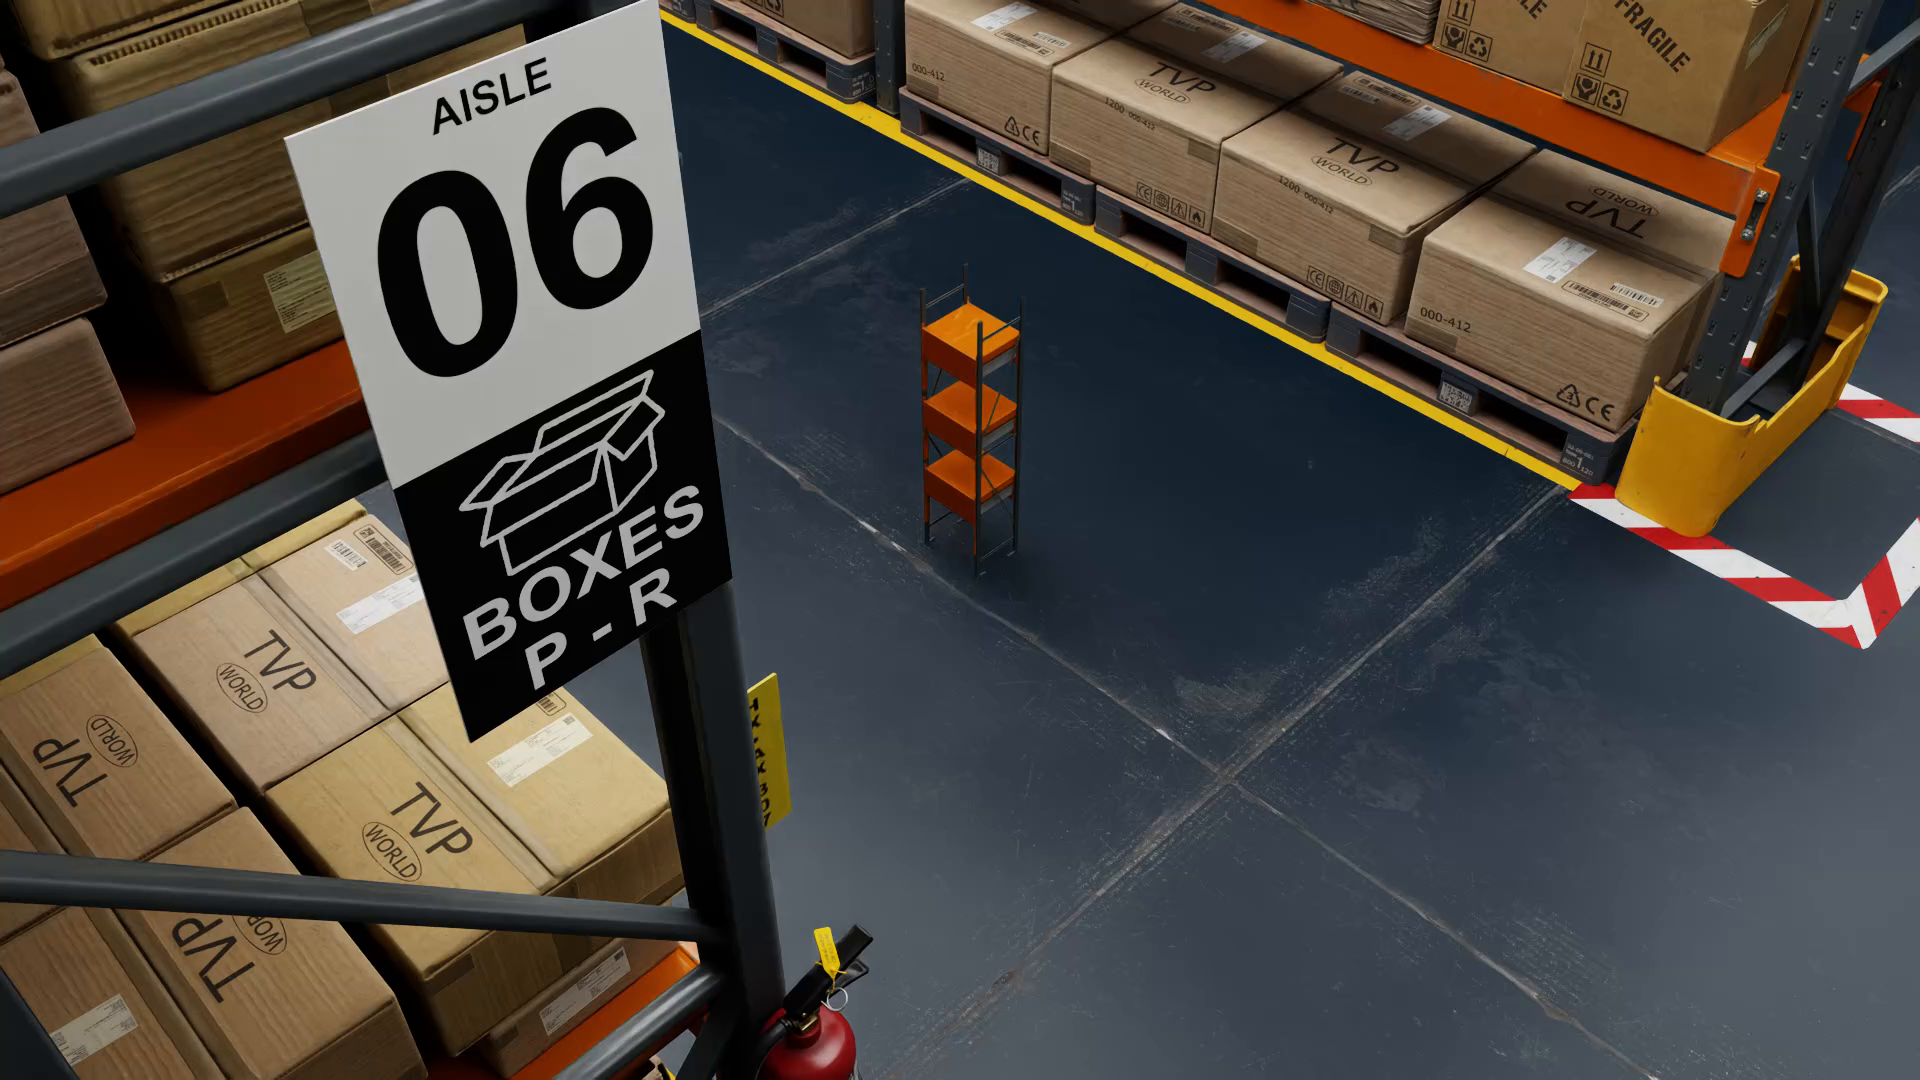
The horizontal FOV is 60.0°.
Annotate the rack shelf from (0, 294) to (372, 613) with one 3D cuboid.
[{"bbox_3d":[-2.103,-0.882,2.814,1.077,0.370,4.000,-34,53,-31],"label":"rack shelf"}]

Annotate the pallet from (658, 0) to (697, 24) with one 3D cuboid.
[{"bbox_3d":[-1.468,-3.283,9.147,1.003,0.211,1.213,-34,53,-31],"label":"pallet"}]

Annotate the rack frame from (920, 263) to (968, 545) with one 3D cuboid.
[{"bbox_3d":[-0.048,-0.419,5.429,0.200,1.050,0.008,-34,53,-31],"label":"rack frame"}]

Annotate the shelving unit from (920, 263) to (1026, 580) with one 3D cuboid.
[{"bbox_3d":[0.038,-0.360,5.366,0.215,1.050,0.252,-34,53,-31],"label":"shelving unit"}]

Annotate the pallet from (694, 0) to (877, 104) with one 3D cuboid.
[{"bbox_3d":[-0.602,-2.696,8.513,1.003,0.211,1.213,-34,53,-31],"label":"pallet"}]

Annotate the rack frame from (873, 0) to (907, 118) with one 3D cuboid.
[{"bbox_3d":[-0.004,-3.386,7.204,1.000,3.000,0.127,-34,53,-31],"label":"rack frame"}]

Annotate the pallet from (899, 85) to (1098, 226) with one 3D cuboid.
[{"bbox_3d":[0.478,-1.959,7.714,1.003,0.211,1.213,-34,53,-31],"label":"pallet"}]

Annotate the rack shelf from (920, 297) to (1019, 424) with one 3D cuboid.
[{"bbox_3d":[0.038,-0.561,5.180,0.215,0.259,0.240,-34,53,-31],"label":"rack shelf"}]

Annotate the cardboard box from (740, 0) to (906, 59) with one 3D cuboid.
[{"bbox_3d":[-0.498,-3.019,8.064,0.875,0.875,0.875,-32,52,-30],"label":"cardboard box"}]

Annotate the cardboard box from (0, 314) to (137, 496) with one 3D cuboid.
[{"bbox_3d":[-1.081,-0.136,1.661,0.380,0.149,0.250,-33,52,-30],"label":"cardboard box"}]

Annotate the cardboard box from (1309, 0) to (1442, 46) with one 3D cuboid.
[{"bbox_3d":[1.579,-2.096,5.735,0.500,0.500,0.500,-33,52,-30],"label":"cardboard box"}]

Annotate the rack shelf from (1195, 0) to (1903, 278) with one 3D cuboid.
[{"bbox_3d":[1.408,-2.161,6.408,1.077,0.370,4.000,-34,53,-31],"label":"rack shelf"}]

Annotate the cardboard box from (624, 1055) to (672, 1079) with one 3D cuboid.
[{"bbox_3d":[-1.056,1.340,3.620,0.637,0.503,0.797,32,52,30],"label":"cardboard box"}]

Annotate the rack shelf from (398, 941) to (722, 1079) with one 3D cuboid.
[{"bbox_3d":[-2.103,0.220,3.832,1.077,0.370,4.000,-34,53,-31],"label":"rack shelf"}]

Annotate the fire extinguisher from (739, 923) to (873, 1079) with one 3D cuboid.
[{"bbox_3d":[-0.260,0.931,2.864,0.296,0.674,0.183,-34,53,-31],"label":"fire extinguisher"}]

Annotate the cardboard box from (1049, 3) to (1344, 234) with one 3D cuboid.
[{"bbox_3d":[0.996,-1.816,7.084,0.875,0.438,0.875,33,52,30],"label":"cardboard box"}]

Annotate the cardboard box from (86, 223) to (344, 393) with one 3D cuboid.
[{"bbox_3d":[-0.751,-0.357,1.901,0.380,0.149,0.250,-33,52,-30],"label":"cardboard box"}]

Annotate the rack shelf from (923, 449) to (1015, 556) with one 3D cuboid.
[{"bbox_3d":[0.038,-0.148,5.562,0.215,0.259,0.240,-34,53,-31],"label":"rack shelf"}]

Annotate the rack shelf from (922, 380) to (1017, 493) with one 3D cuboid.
[{"bbox_3d":[0.038,-0.352,5.373,0.215,0.259,0.240,-34,53,-31],"label":"rack shelf"}]

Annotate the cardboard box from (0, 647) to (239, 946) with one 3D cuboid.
[{"bbox_3d":[-1.567,0.520,2.868,0.500,0.250,0.500,-34,52,-31],"label":"cardboard box"}]

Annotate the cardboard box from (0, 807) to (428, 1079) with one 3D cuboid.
[{"bbox_3d":[-1.204,0.769,2.599,0.500,0.250,0.500,-33,52,-30],"label":"cardboard box"}]

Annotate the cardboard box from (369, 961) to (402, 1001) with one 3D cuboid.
[{"bbox_3d":[-0.941,0.620,3.054,0.380,0.149,0.250,-33,52,-30],"label":"cardboard box"}]

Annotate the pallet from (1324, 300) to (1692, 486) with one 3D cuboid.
[{"bbox_3d":[2.201,-0.786,6.446,1.003,0.211,1.213,-34,53,-31],"label":"pallet"}]

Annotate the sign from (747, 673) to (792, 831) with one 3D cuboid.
[{"bbox_3d":[-0.307,0.339,2.535,0.100,0.325,0.005,-34,53,-31],"label":"sign"}]

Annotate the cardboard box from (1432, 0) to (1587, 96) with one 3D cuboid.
[{"bbox_3d":[1.949,-1.854,5.472,0.500,0.500,0.500,33,52,31],"label":"cardboard box"}]

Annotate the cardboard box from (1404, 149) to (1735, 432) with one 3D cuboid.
[{"bbox_3d":[2.284,-0.946,6.142,0.875,0.438,0.875,32,52,30],"label":"cardboard box"}]

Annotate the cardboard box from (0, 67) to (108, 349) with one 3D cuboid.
[{"bbox_3d":[-1.198,-0.322,1.570,0.500,0.250,0.500,33,52,31],"label":"cardboard box"}]

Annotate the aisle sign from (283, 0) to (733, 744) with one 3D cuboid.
[{"bbox_3d":[-0.435,-0.146,1.782,0.394,0.787,0.004,-34,53,-31],"label":"aisle sign"}]

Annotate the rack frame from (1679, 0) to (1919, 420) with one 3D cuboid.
[{"bbox_3d":[2.821,-1.464,5.124,1.000,3.000,0.127,-34,53,-31],"label":"rack frame"}]

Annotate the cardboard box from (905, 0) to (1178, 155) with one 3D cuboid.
[{"bbox_3d":[0.363,-2.246,7.549,0.875,0.438,0.875,33,52,31],"label":"cardboard box"}]

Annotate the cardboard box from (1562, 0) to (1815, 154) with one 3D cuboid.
[{"bbox_3d":[2.293,-1.606,5.204,0.500,0.500,0.500,-34,52,-31],"label":"cardboard box"}]

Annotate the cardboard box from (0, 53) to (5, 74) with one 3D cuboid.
[{"bbox_3d":[-1.202,-0.502,1.396,0.500,0.250,0.500,33,52,30],"label":"cardboard box"}]

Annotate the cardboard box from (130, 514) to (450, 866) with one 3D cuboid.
[{"bbox_3d":[-1.177,0.273,3.135,0.500,0.250,0.500,-34,52,-31],"label":"cardboard box"}]

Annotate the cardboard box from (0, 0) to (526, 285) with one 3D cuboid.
[{"bbox_3d":[-0.811,-0.583,1.852,0.500,0.250,0.500,34,52,31],"label":"cardboard box"}]

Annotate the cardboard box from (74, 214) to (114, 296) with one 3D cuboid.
[{"bbox_3d":[-0.955,-0.471,2.024,0.380,0.149,0.250,-33,52,-31],"label":"cardboard box"}]

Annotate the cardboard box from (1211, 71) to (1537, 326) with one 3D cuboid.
[{"bbox_3d":[1.632,-1.382,6.614,0.875,0.438,0.875,-33,52,-30],"label":"cardboard box"}]

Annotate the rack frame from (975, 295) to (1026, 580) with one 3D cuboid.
[{"bbox_3d":[0.124,-0.301,5.302,0.200,1.050,0.008,-34,53,-31],"label":"rack frame"}]

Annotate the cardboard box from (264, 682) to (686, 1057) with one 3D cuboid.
[{"bbox_3d":[-0.821,0.515,2.873,0.500,0.250,0.500,-34,52,-31],"label":"cardboard box"}]

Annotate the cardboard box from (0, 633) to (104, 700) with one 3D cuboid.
[{"bbox_3d":[-1.913,0.280,3.128,0.500,0.250,0.500,-32,52,-30],"label":"cardboard box"}]

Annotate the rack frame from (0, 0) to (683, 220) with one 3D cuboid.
[{"bbox_3d":[-0.691,-1.287,0.512,1.000,3.000,0.127,-34,53,-31],"label":"rack frame"}]

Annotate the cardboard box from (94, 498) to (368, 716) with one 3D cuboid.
[{"bbox_3d":[-1.537,0.031,3.397,0.500,0.250,0.500,33,52,31],"label":"cardboard box"}]

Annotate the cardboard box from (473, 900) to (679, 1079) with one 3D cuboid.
[{"bbox_3d":[-0.729,0.720,2.946,0.250,0.149,0.380,34,52,31],"label":"cardboard box"}]

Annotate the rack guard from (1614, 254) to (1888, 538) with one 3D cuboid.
[{"bbox_3d":[2.838,-0.534,5.960,1.175,0.500,0.348,-34,53,-31],"label":"rack guard"}]

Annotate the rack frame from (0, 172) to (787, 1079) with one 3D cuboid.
[{"bbox_3d":[-0.691,0.917,2.548,1.000,3.000,0.127,-34,53,-31],"label":"rack frame"}]

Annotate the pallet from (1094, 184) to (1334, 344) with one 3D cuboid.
[{"bbox_3d":[1.343,-1.373,7.080,1.003,0.211,1.213,-34,53,-31],"label":"pallet"}]

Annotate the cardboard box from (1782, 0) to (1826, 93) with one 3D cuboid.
[{"bbox_3d":[2.685,-1.869,5.489,0.500,0.500,0.500,34,52,31],"label":"cardboard box"}]

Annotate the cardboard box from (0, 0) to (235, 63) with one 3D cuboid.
[{"bbox_3d":[-0.826,-0.756,1.671,0.500,0.250,0.500,34,52,31],"label":"cardboard box"}]
